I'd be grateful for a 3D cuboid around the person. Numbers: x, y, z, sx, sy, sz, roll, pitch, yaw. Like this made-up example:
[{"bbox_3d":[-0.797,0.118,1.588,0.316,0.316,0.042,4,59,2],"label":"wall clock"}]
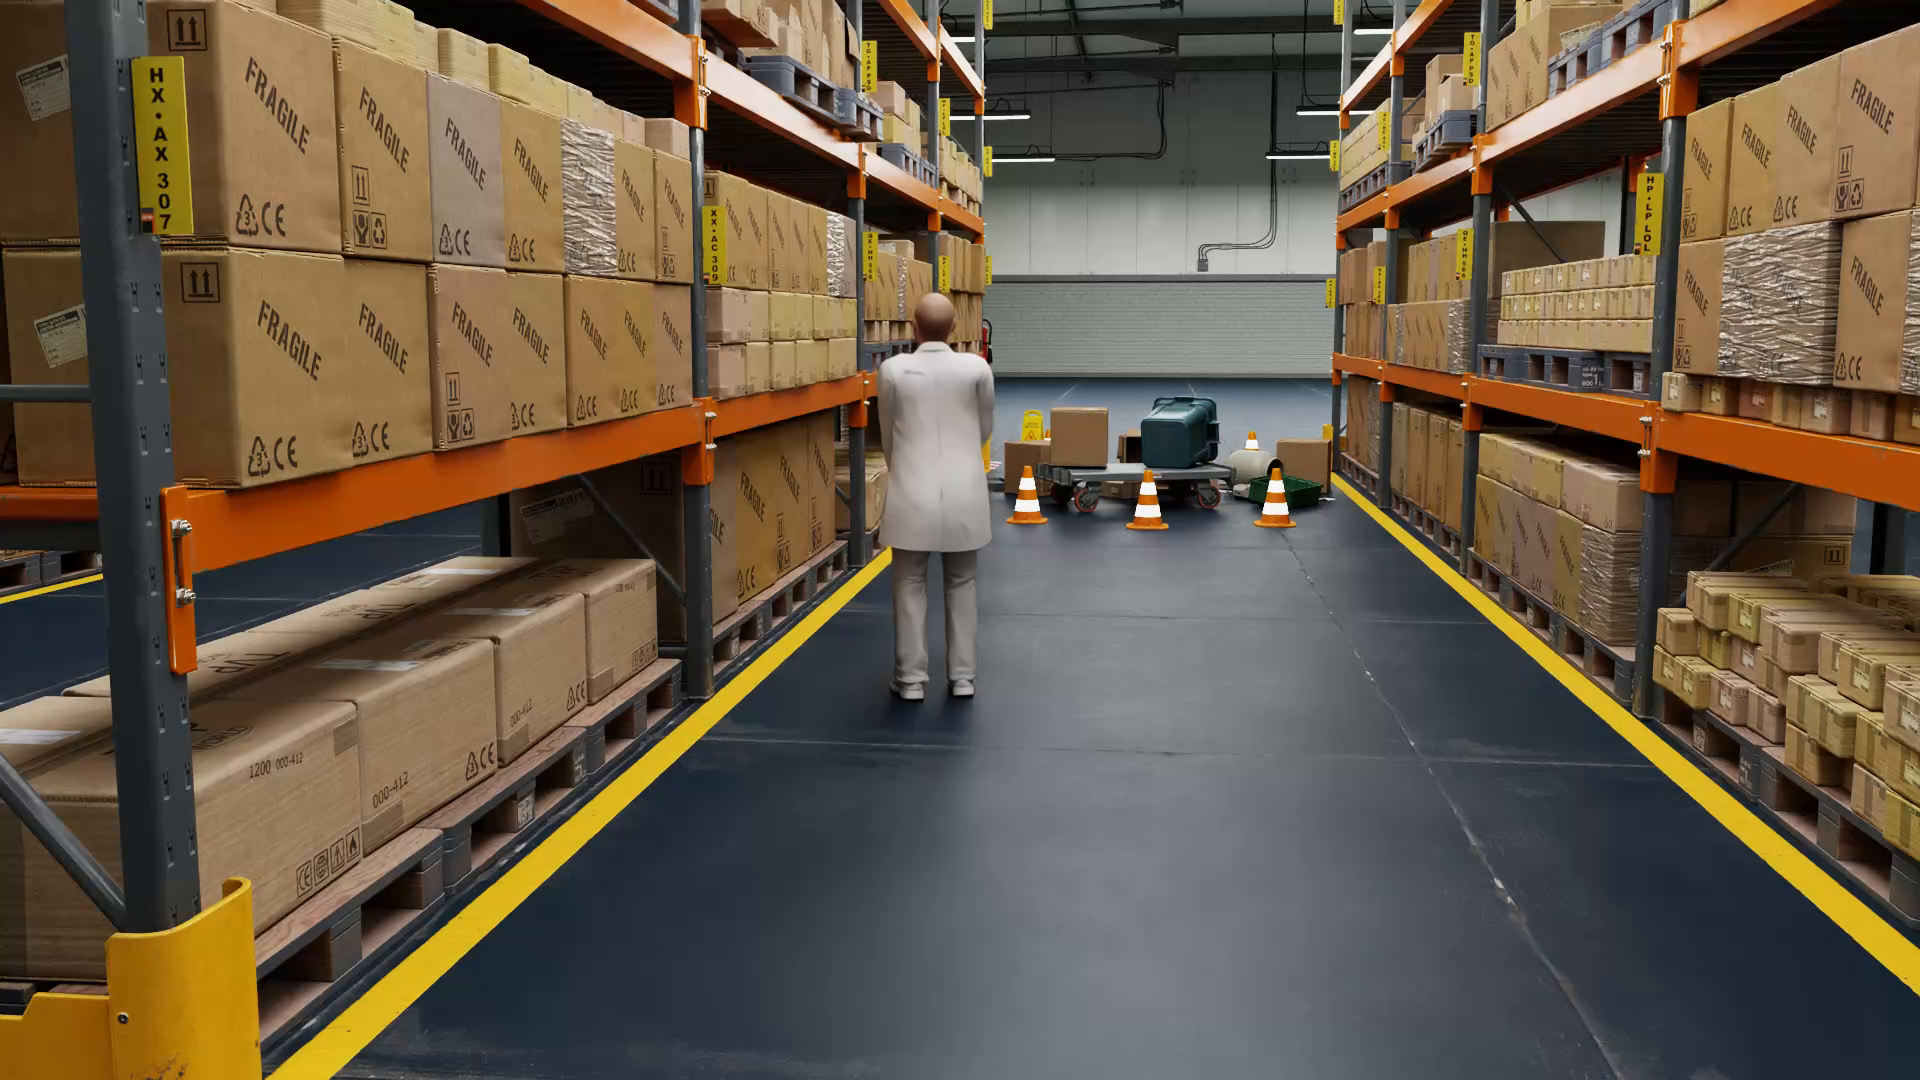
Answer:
[{"bbox_3d":[-0.121,-0.201,7.404,0.527,1.776,0.543,-1,7,-7],"label":"person"}]
